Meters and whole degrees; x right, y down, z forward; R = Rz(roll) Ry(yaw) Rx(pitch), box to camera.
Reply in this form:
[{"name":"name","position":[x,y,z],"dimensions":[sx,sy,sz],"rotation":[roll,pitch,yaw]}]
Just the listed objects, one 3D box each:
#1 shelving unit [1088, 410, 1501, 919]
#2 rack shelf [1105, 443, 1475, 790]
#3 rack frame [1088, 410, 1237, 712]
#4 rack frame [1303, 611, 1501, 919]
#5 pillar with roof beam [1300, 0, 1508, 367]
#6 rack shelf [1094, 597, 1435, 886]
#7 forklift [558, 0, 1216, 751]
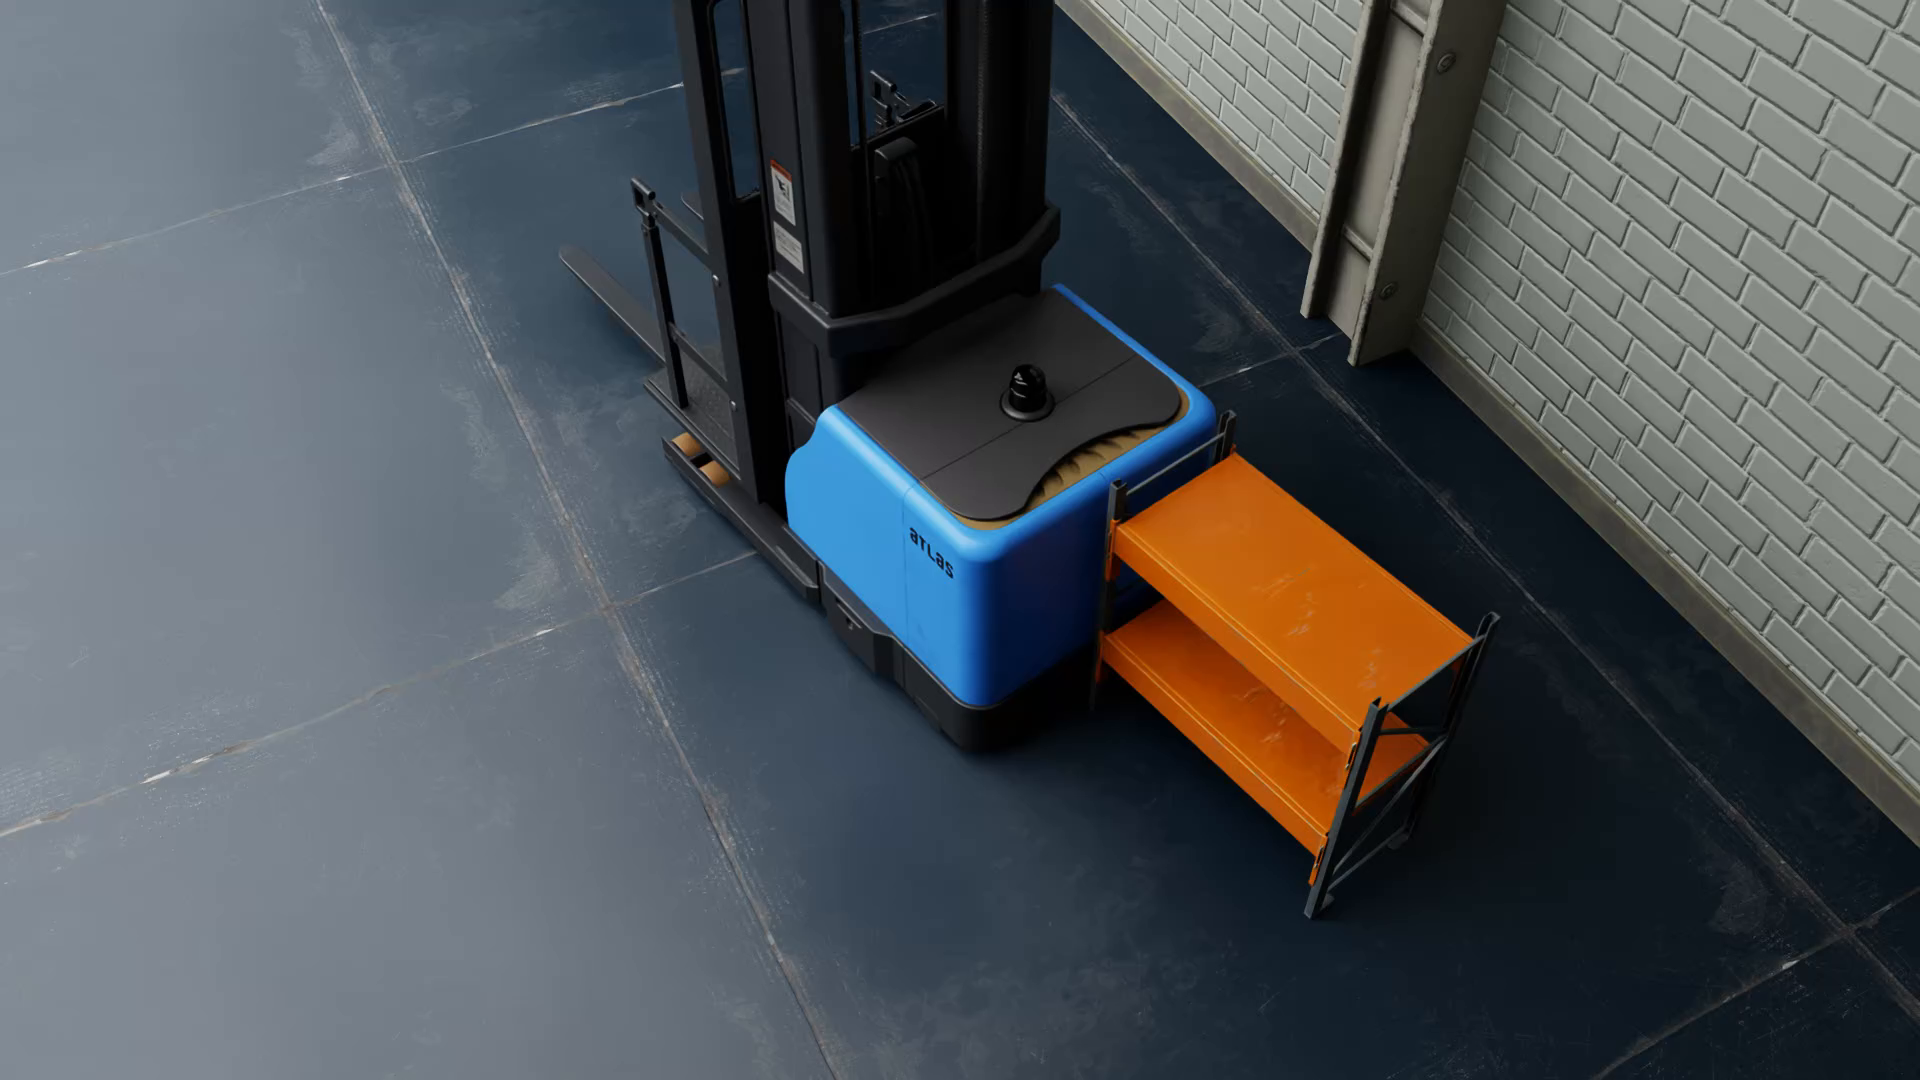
[{"name":"shelving unit","position":[0.965,0.394,5.158],"dimensions":[0.538,1.125,1.048],"rotation":[-31,56,-24]},{"name":"rack shelf","position":[0.965,0.201,4.938],"dimensions":[0.538,0.278,1.000],"rotation":[-31,56,-24]},{"name":"rack frame","position":[0.646,0.096,5.419],"dimensions":[0.500,1.125,0.032],"rotation":[-31,56,-24]},{"name":"rack frame","position":[1.283,0.692,4.898],"dimensions":[0.500,1.125,0.032],"rotation":[-31,56,-24]},{"name":"pillar with roof beam","position":[-2.151,-2.378,2.352],"dimensions":[9.100,9.000,0.400],"rotation":[-21,52,-18]},{"name":"rack shelf","position":[0.965,0.555,5.342],"dimensions":[0.538,0.278,1.000],"rotation":[-31,56,-24]},{"name":"forklift","position":[-0.491,-1.315,5.453],"dimensions":[1.130,2.935,3.031],"rotation":[-31,56,-24]}]
